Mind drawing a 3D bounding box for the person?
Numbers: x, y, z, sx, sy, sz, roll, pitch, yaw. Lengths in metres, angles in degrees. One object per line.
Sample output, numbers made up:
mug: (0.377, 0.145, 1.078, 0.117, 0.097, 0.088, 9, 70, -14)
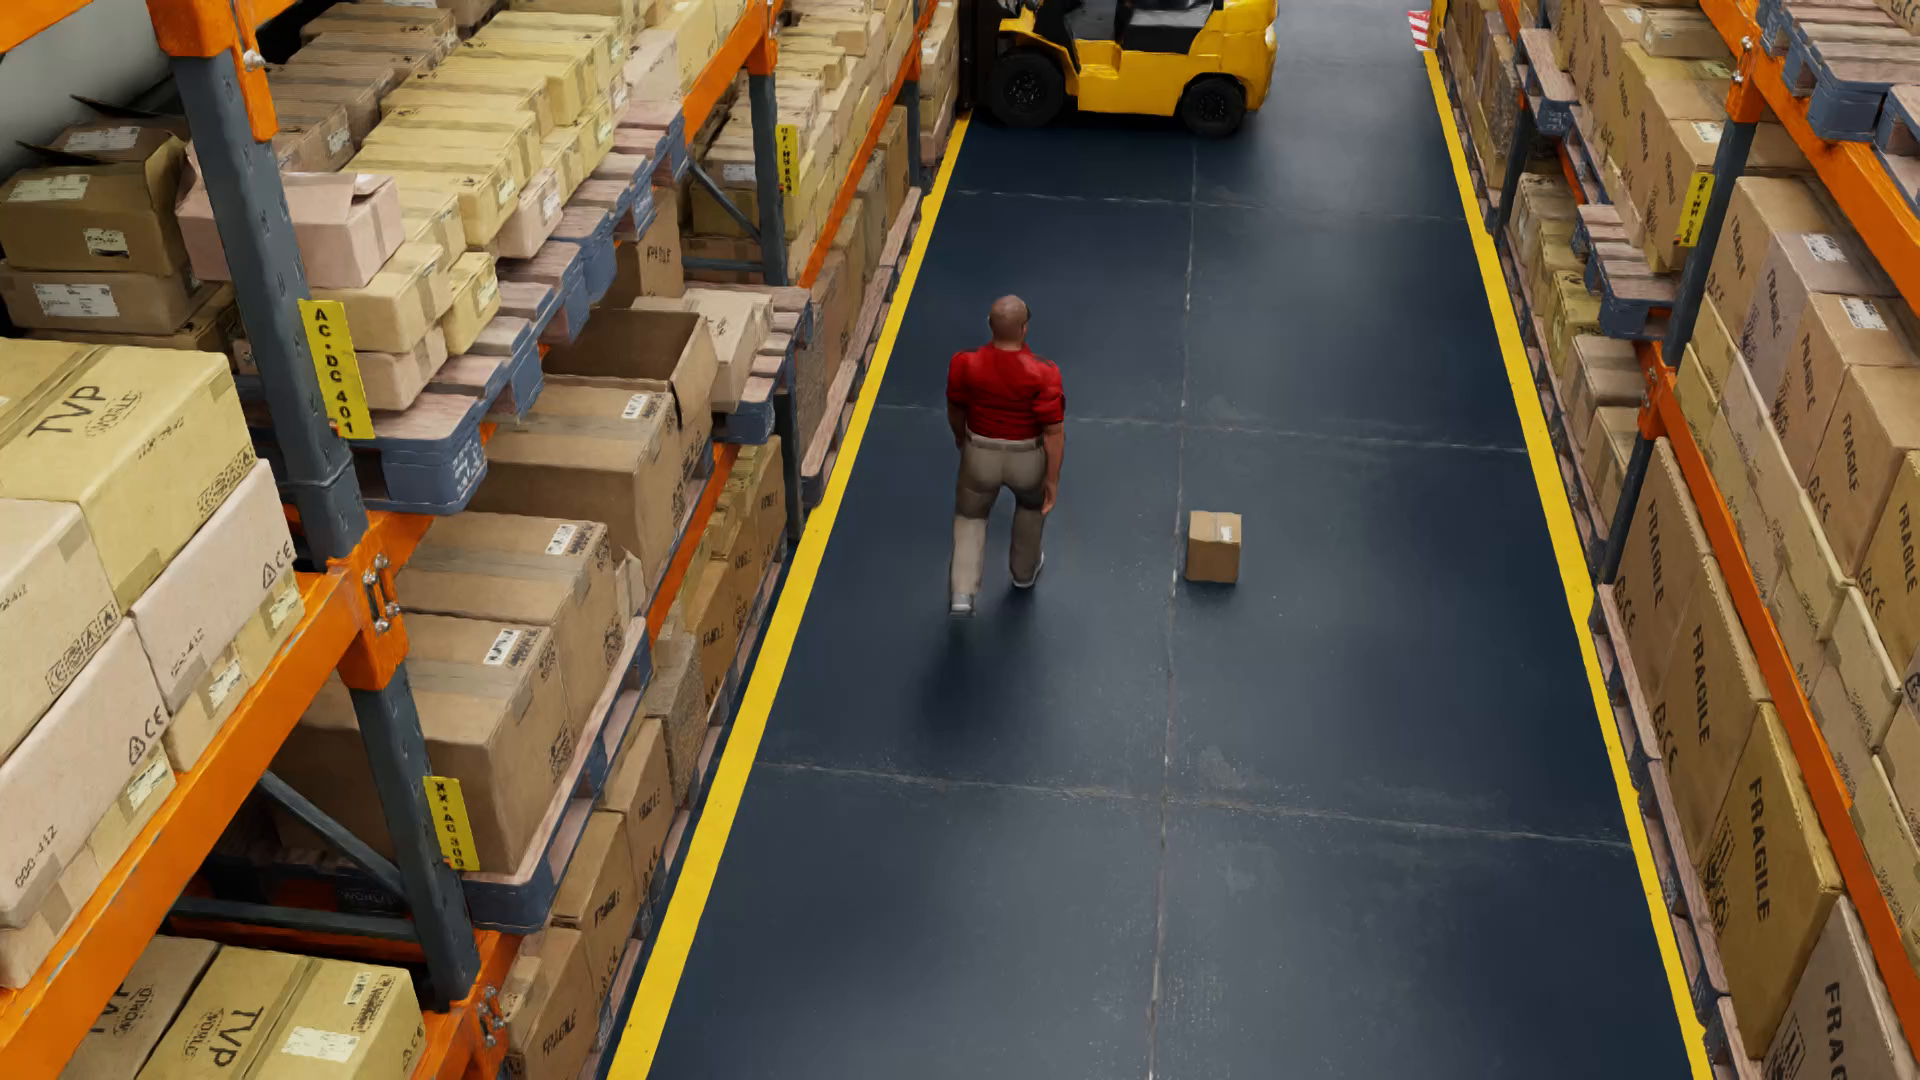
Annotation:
person: (0.211, -0.389, 7.590, 0.550, 1.682, 0.870, 5, 36, 7)
